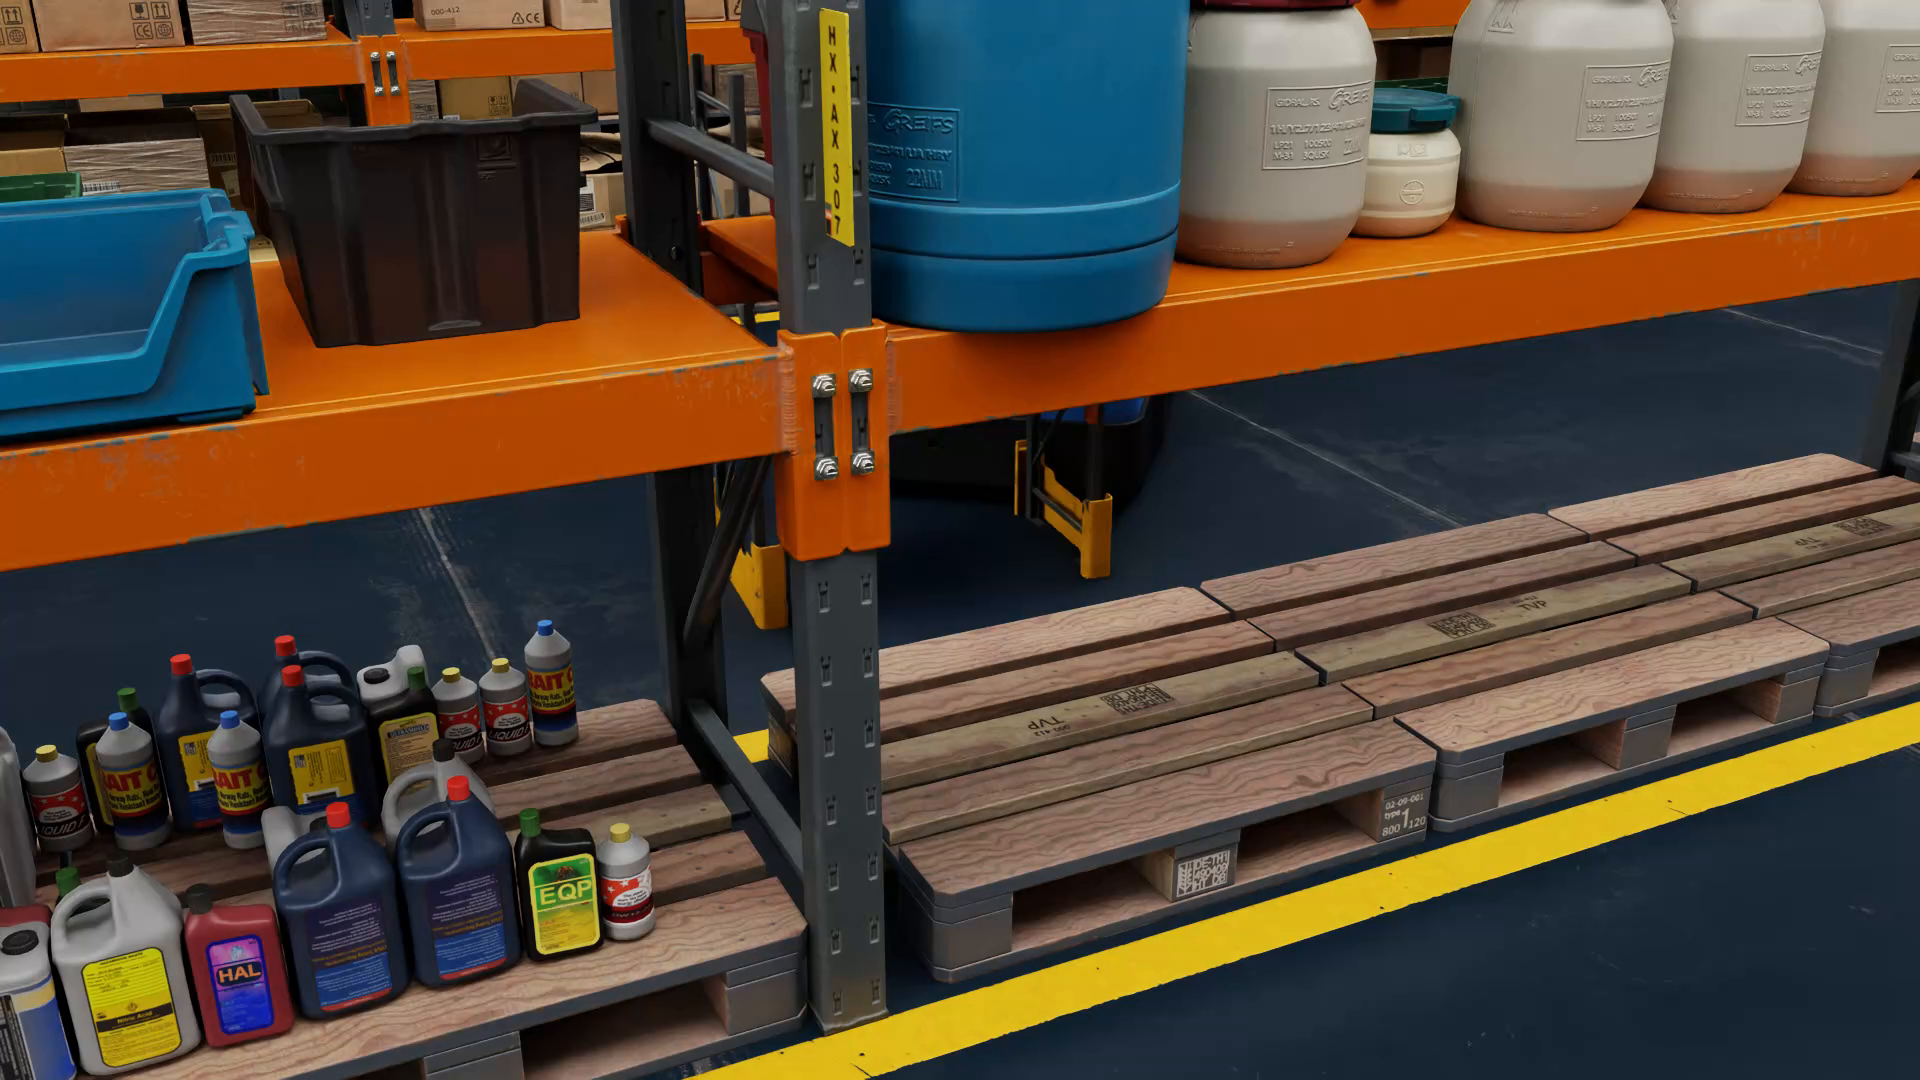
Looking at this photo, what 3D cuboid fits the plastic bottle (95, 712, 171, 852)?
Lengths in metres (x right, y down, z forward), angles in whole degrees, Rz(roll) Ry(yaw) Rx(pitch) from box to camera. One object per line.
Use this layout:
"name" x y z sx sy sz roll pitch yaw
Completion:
"plastic bottle" -1.600 0.459 3.210 0.097 0.271 0.097 0 22 0

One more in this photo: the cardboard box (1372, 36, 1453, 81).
"cardboard box" 2.763 -2.841 9.905 0.500 0.250 0.500 -11 25 -25

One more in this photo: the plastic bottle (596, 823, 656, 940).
"plastic bottle" -0.598 0.600 2.962 0.097 0.201 0.097 0 22 0

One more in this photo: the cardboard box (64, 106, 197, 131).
"cardboard box" -3.552 -1.580 7.212 0.500 0.500 0.500 -10 25 -24

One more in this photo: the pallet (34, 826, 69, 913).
"pallet" -2.130 0.932 2.723 1.213 0.211 1.003 -10 25 -24

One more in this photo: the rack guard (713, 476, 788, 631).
"rack guard" -0.618 0.029 4.852 0.087 0.250 0.587 -8 24 -19

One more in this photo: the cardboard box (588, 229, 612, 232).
"cardboard box" -1.619 -1.354 7.646 0.500 0.250 0.500 -10 24 -22

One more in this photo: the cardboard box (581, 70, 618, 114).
"cardboard box" -2.675 -3.508 12.497 0.500 0.500 0.700 -11 25 -24

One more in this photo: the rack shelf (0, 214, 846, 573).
"rack shelf" -2.209 0.007 2.252 4.000 0.370 1.077 -10 25 -24

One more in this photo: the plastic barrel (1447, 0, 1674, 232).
"plastic barrel" 1.212 -0.925 3.385 0.433 0.535 0.433 0 22 0

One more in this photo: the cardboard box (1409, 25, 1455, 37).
"cardboard box" 4.141 -4.693 15.385 0.500 0.500 0.700 -10 24 -22

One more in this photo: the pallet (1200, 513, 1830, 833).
"pallet" 1.385 0.284 4.289 1.213 0.211 1.003 -10 25 -24

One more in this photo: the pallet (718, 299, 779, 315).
"pallet" -0.804 -1.416 8.395 1.213 0.211 1.003 -10 25 -24

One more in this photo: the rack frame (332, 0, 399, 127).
"rack frame" -2.551 -2.365 7.042 0.127 3.000 1.000 -10 25 -24

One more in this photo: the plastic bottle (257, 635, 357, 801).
"plastic bottle" -1.314 0.354 3.361 0.185 0.351 0.144 -10 24 -22

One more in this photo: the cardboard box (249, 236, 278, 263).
"cardboard box" -2.874 -1.136 7.119 0.500 0.250 0.500 -10 25 -24

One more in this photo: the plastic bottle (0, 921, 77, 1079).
"plastic bottle" -1.474 0.715 2.587 0.135 0.276 0.152 -10 24 -23

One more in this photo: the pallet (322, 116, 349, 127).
"pallet" -4.002 -2.913 12.011 1.213 0.211 1.003 -10 25 -24

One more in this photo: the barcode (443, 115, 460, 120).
"barcode" -2.141 -1.756 7.007 0.075 0.075 0.001 -10 25 -24

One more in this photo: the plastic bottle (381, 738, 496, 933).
"plastic bottle" -0.924 0.520 2.961 0.185 0.351 0.144 -10 25 -24

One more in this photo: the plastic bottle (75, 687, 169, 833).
"plastic bottle" -1.651 0.430 3.266 0.133 0.283 0.061 -9 24 -21

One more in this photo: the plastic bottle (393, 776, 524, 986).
"plastic bottle" -0.862 0.569 2.841 0.185 0.351 0.144 -11 25 -25

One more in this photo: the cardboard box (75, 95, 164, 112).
"cardboard box" -5.621 -2.934 11.109 0.500 0.500 0.500 -12 26 -28

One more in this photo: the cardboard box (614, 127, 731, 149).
"cardboard box" -1.394 -1.884 8.193 0.500 0.311 0.500 -11 25 -24

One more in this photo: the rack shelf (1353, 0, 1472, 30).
"rack shelf" 2.855 -3.028 9.584 4.000 0.370 1.077 -10 25 -24

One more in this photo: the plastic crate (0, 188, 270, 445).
"plastic crate" -1.286 -0.311 2.275 0.616 0.251 0.499 -10 25 -24

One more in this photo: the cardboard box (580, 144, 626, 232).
"cardboard box" -1.618 -1.612 7.534 0.500 0.311 0.500 -11 25 -24

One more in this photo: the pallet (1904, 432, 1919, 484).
"pallet" 3.890 -0.178 5.403 1.213 0.211 1.003 -10 25 -24

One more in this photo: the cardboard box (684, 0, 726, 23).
"cardboard box" -1.378 -2.620 7.528 0.500 0.500 0.500 -9 24 -20

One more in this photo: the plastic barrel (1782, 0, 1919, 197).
"plastic barrel" 1.984 -1.058 3.739 0.421 0.512 0.421 0 22 0

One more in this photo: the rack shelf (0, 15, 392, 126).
"rack shelf" -4.353 -1.701 6.378 4.000 0.370 1.077 -10 25 -24

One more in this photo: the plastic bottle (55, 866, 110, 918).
"plastic bottle" -1.393 0.655 2.722 0.133 0.283 0.061 -10 25 -24

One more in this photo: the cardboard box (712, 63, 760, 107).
"cardboard box" -1.725 -3.646 12.829 0.500 0.500 0.700 -10 25 -23

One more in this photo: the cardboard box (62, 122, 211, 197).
"cardboard box" -3.330 -1.404 6.785 0.500 0.500 0.500 -10 25 -24

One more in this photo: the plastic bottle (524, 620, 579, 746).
"plastic bottle" -0.884 0.302 3.591 0.097 0.271 0.097 0 22 0

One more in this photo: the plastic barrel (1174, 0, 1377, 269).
"plastic barrel" 0.551 -0.803 3.091 0.433 0.535 0.433 0 22 0

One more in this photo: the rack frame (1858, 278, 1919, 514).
"rack frame" 3.198 -1.321 4.519 0.127 3.000 1.000 -10 25 -24

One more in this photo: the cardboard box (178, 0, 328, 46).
"cardboard box" -2.948 -2.335 6.839 0.500 0.500 0.700 -11 25 -25

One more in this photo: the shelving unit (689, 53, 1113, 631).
"shelving unit" -0.152 -0.615 4.775 1.083 1.500 0.587 -8 24 -19

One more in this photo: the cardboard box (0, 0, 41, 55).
"cardboard box" -3.875 -2.164 6.425 0.500 0.500 0.700 -10 25 -23

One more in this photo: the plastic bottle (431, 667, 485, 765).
"plastic bottle" -1.067 0.368 3.523 0.097 0.201 0.097 0 22 0

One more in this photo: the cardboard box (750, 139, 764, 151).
"cardboard box" -0.686 -1.786 7.955 0.500 0.311 0.500 -10 24 -22

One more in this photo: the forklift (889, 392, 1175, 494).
"forklift" 0.360 -2.035 6.335 1.130 2.935 3.031 4 23 11

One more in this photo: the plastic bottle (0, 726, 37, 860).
"plastic bottle" -1.867 0.456 3.115 0.185 0.351 0.144 -11 25 -24

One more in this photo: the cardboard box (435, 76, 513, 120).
"cardboard box" -3.603 -3.351 12.116 0.500 0.500 0.700 -11 25 -25

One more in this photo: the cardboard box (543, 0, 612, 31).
"cardboard box" -1.664 -2.325 7.274 0.250 0.149 0.380 -10 25 -24

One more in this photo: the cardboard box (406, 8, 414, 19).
"cardboard box" -3.652 -3.668 11.903 0.500 0.250 0.500 -11 25 -25

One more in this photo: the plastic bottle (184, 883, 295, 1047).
"plastic bottle" -1.163 0.674 2.677 0.133 0.283 0.061 -9 24 -20

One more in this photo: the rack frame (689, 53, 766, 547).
"rack frame" -0.636 -0.545 4.607 0.032 1.500 0.500 -8 24 -19

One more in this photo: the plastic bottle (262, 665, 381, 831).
"plastic bottle" -1.251 0.404 3.241 0.185 0.351 0.144 -10 25 -24

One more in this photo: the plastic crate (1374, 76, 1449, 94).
"plastic crate" 1.040 -0.946 3.890 0.662 0.188 0.450 -10 25 -24
